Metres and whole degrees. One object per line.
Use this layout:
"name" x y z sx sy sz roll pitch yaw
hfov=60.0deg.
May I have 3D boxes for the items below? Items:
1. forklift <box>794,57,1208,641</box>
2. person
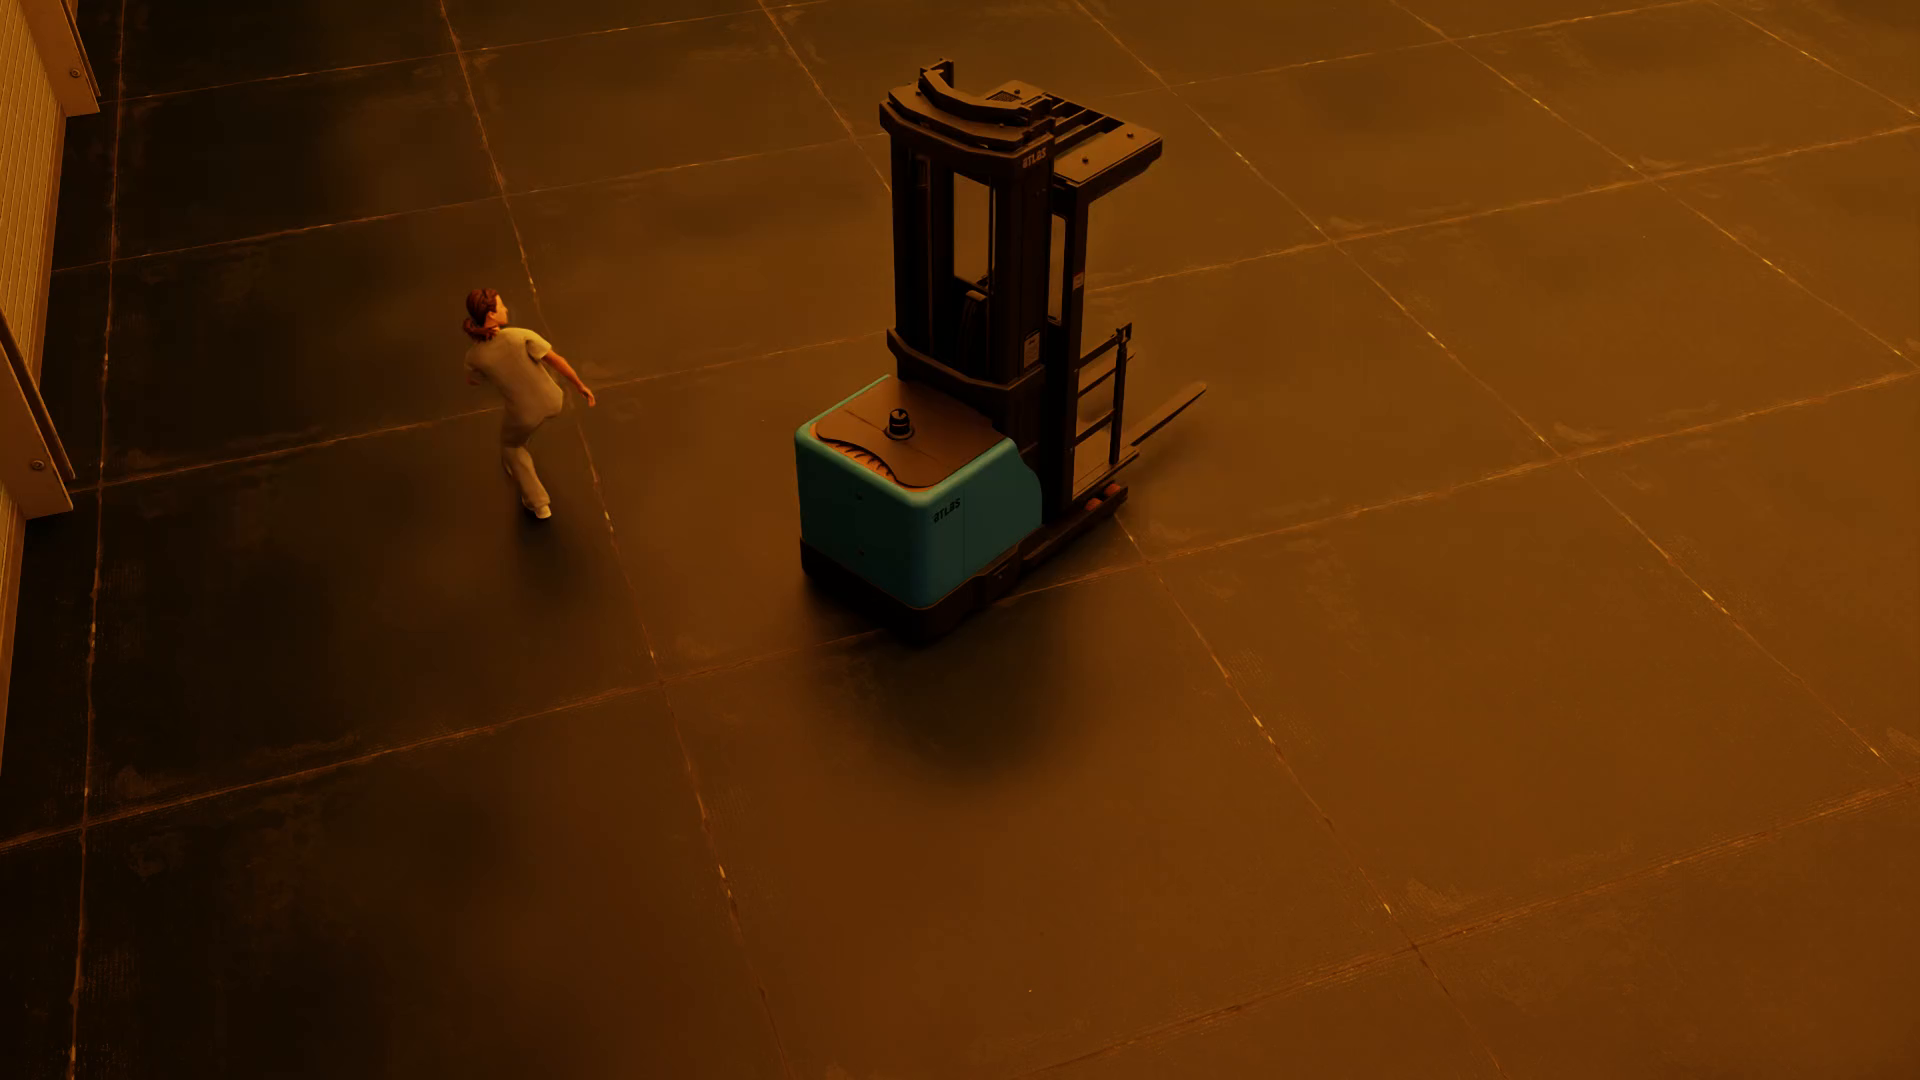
"forklift" 0.408 -1.414 9.681 1.130 2.935 3.031 30 48 31
"person" -2.670 -0.923 10.224 0.665 1.501 0.738 -19 44 -22
